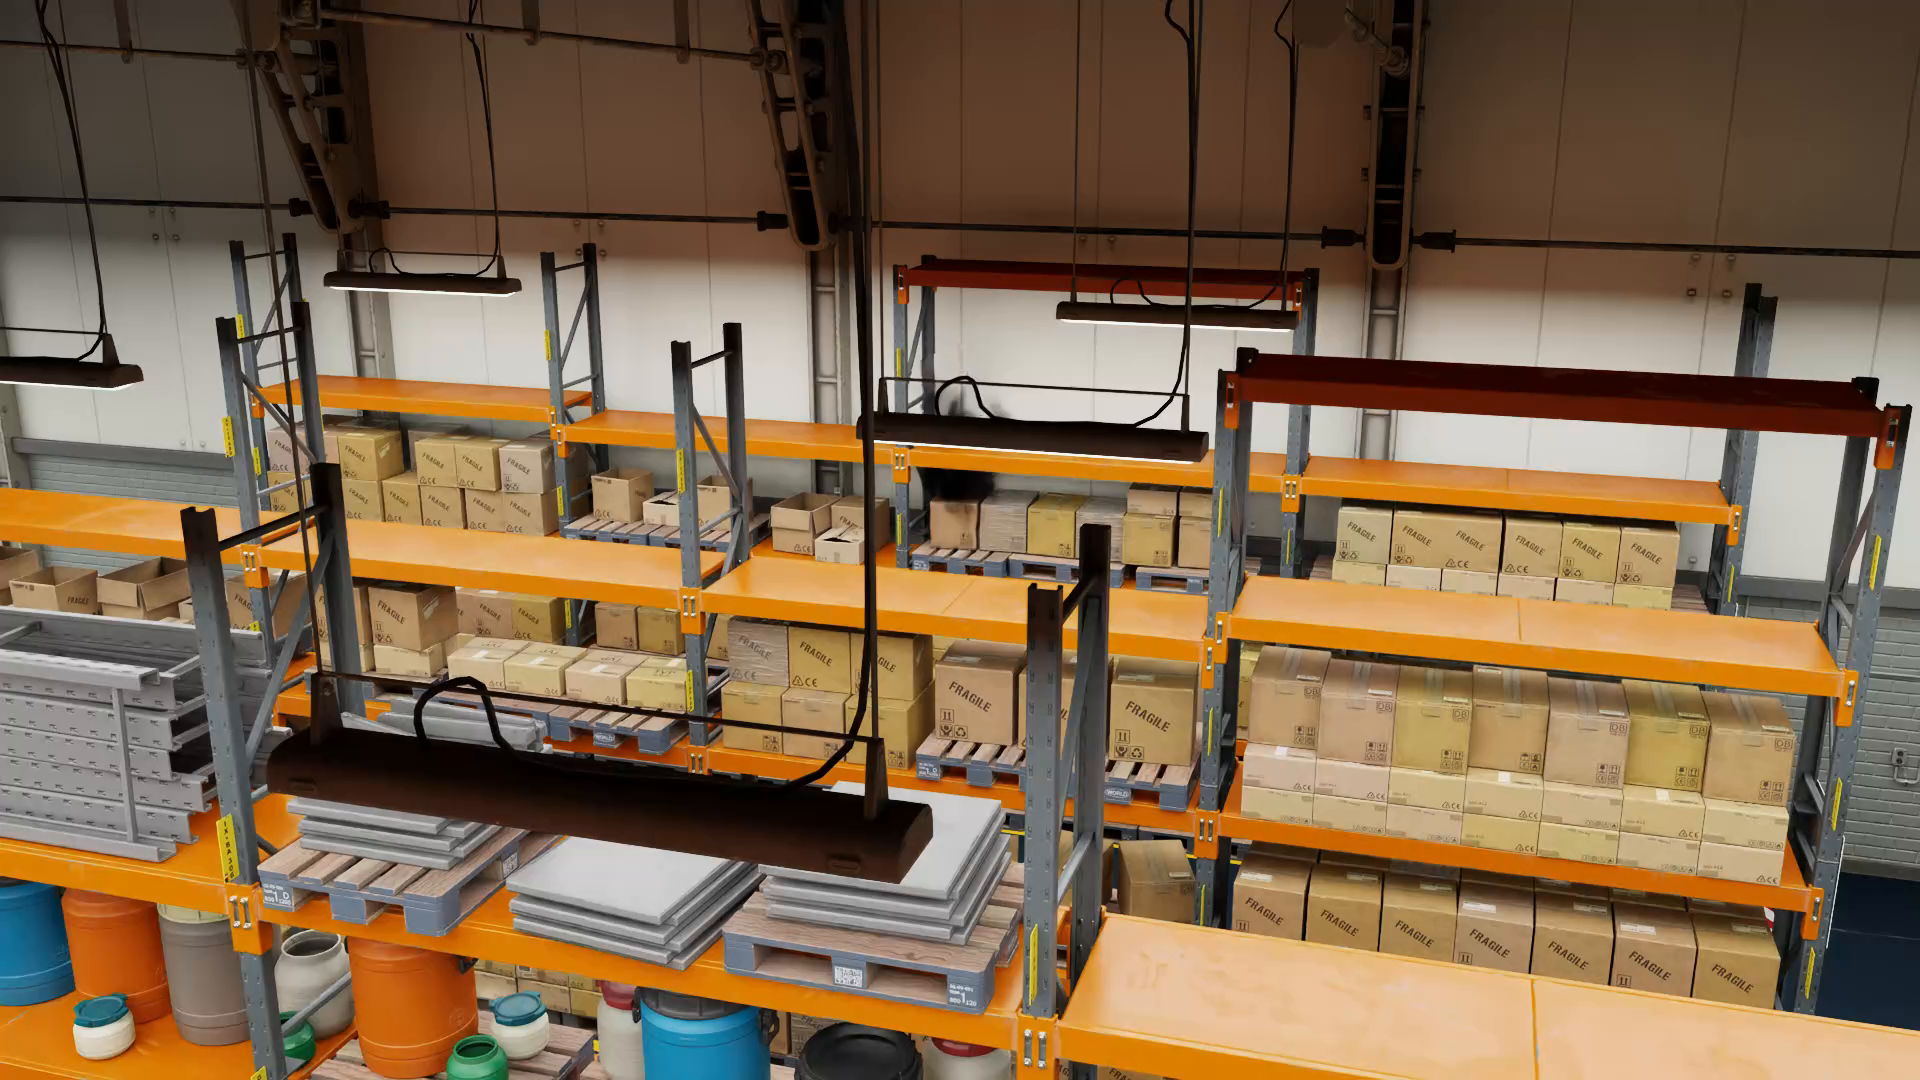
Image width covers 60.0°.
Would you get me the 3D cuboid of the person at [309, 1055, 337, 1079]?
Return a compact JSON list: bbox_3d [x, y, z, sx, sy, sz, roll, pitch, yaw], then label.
[{"bbox_3d":[-4.551,4.001,11.968,0.678,1.607,0.579,2,16,8],"label":"person"}]
